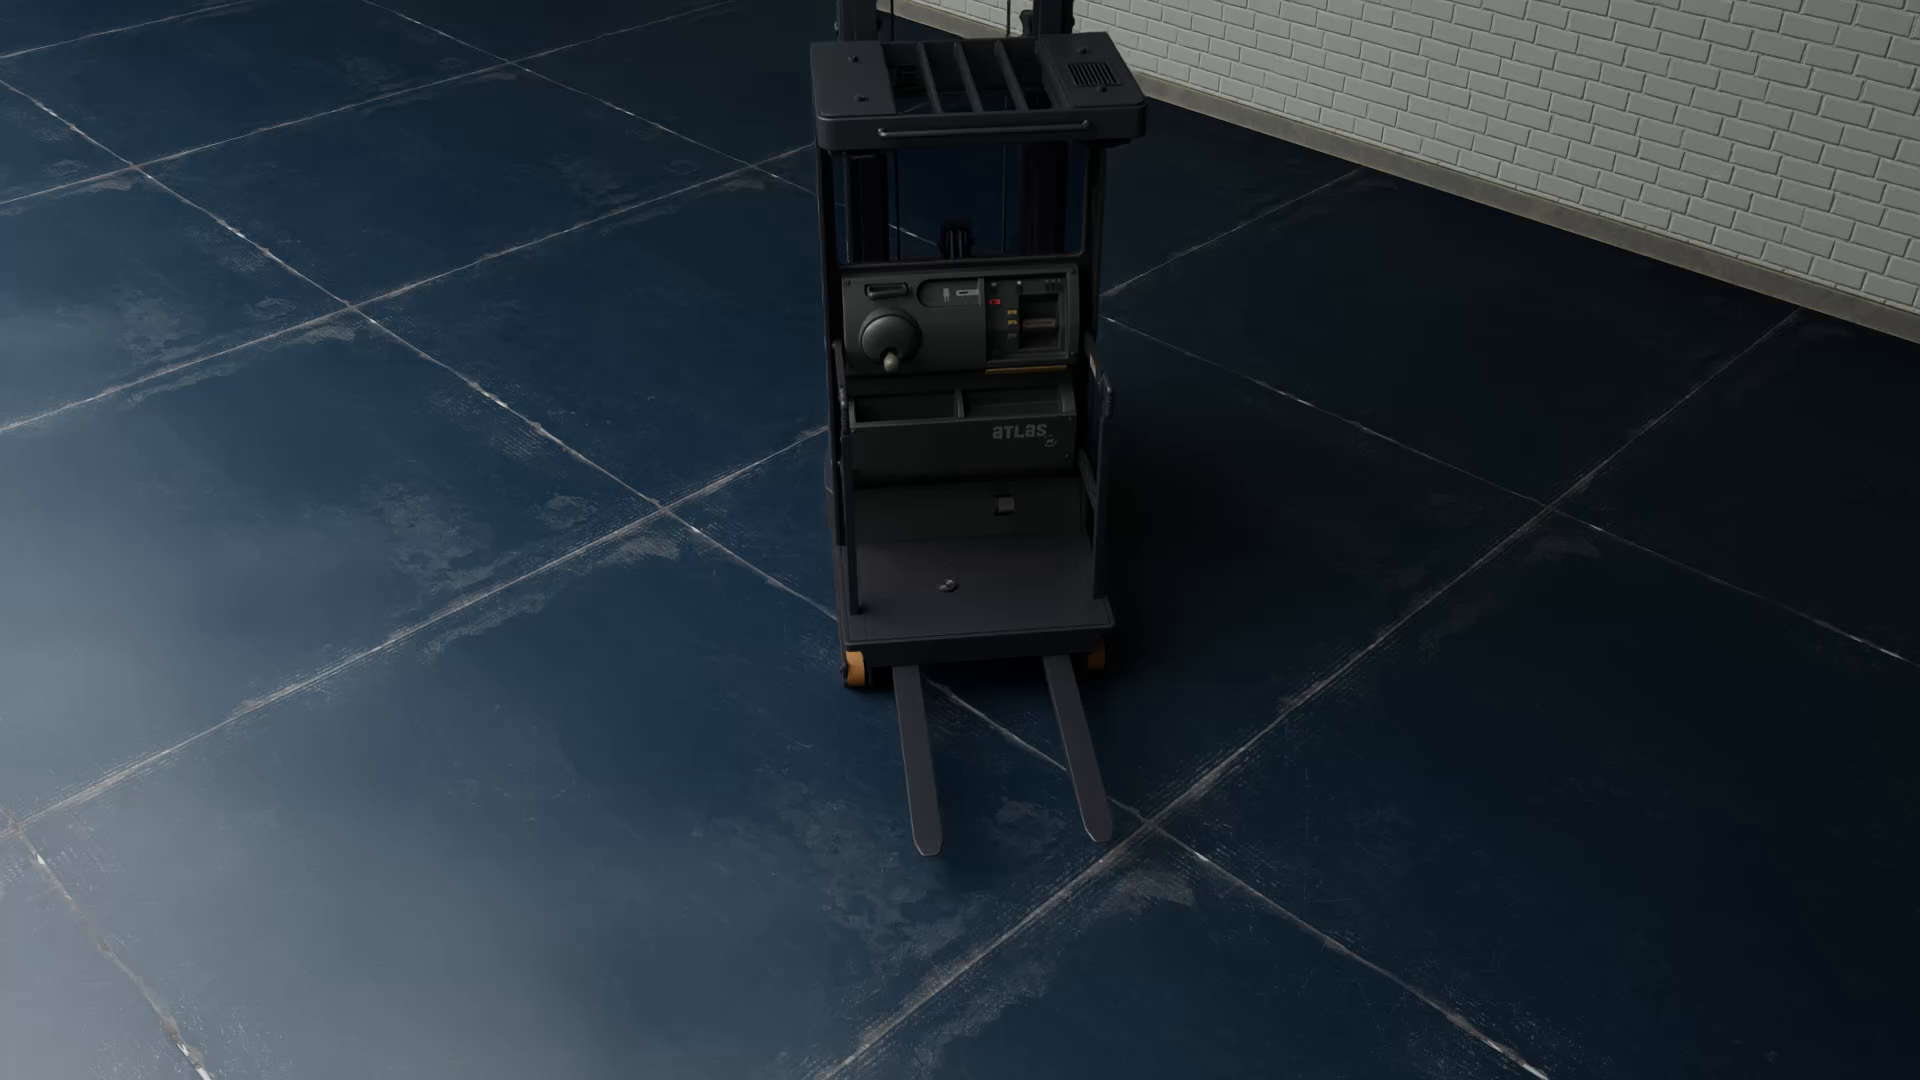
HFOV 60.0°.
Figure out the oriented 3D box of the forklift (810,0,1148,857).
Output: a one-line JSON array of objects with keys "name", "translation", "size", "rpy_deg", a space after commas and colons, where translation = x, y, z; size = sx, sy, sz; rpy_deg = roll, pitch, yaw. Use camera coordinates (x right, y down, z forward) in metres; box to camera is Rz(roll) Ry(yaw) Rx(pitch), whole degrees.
[{"name": "forklift", "translation": [0.033, -0.801, 6.337], "size": [1.130, 2.935, 3.031], "rpy_deg": [-4, 35, -5]}]
